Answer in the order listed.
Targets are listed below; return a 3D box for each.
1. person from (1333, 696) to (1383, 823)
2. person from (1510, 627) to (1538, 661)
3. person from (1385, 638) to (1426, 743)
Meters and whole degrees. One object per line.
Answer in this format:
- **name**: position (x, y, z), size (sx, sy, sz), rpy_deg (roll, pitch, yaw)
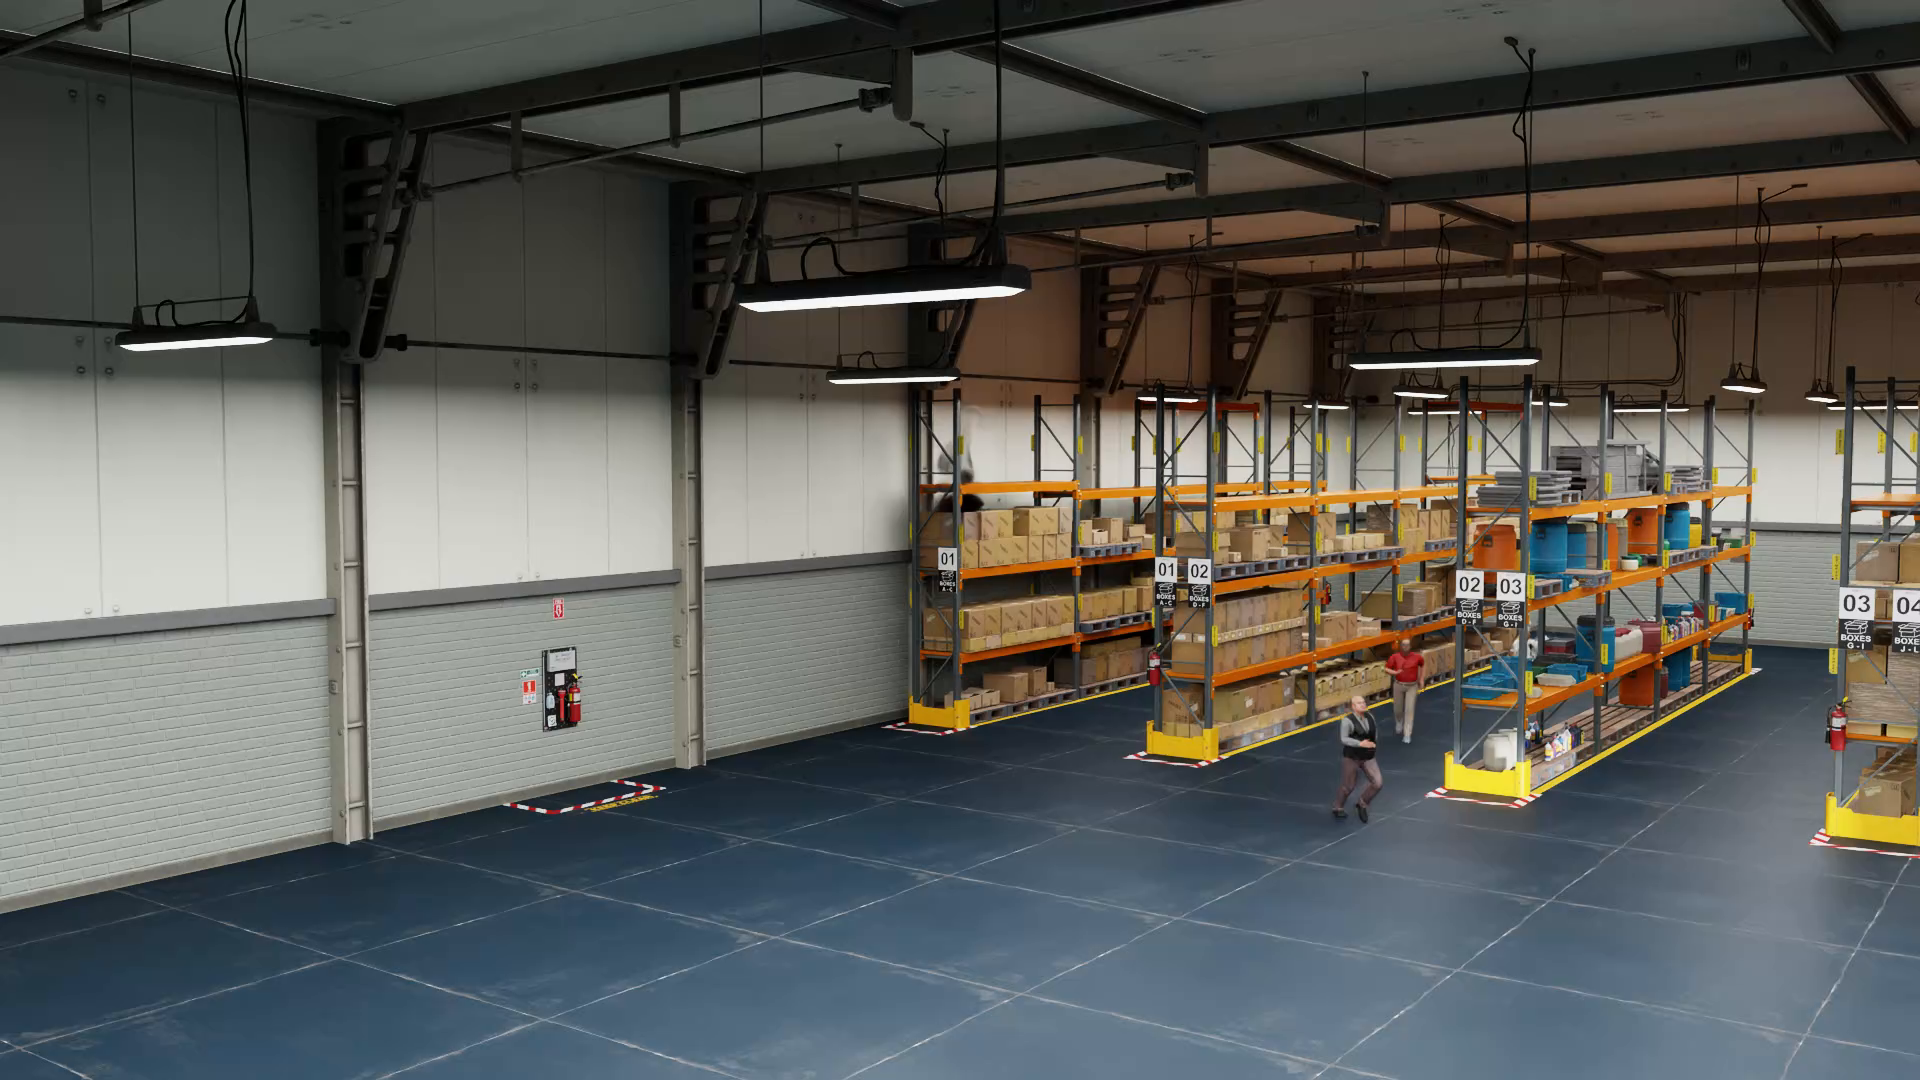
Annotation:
- **person**: position (5.281, 2.888, 21.940), size (0.670, 1.694, 0.845), rpy_deg (-1, 3, -19)
- **person**: position (10.601, 2.423, 31.160), size (0.595, 1.609, 0.560), rpy_deg (2, 4, 31)
- **person**: position (7.554, 2.519, 28.216), size (0.681, 1.712, 0.926), rpy_deg (1, 3, 14)
